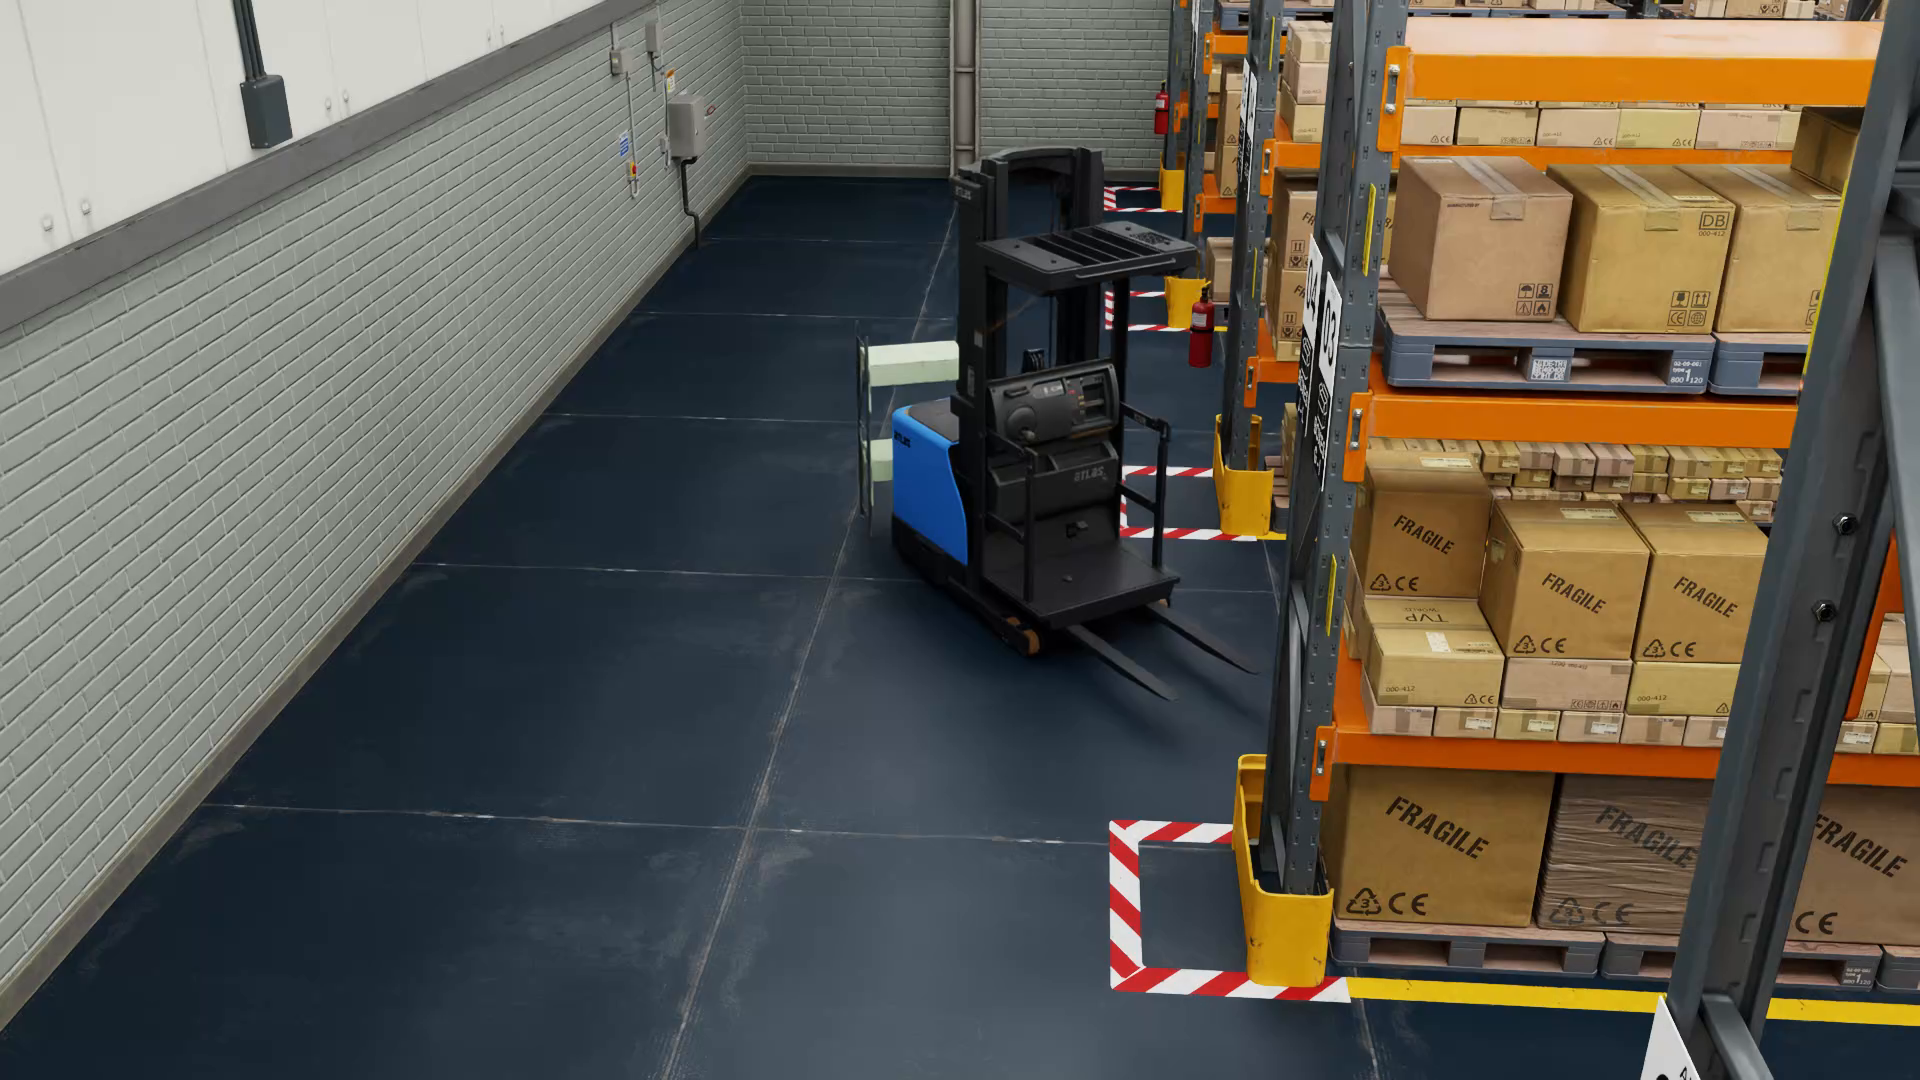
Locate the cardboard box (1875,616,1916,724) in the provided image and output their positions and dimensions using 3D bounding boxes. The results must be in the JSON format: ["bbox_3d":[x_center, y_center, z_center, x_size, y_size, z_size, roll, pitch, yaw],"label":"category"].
[{"bbox_3d":[4.057,0.547,7.007,0.500,0.250,0.500,2,25,5],"label":"cardboard box"}]

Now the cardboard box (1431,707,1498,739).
[{"bbox_3d":[2.139,0.694,7.166,0.250,0.149,0.380,1,25,3],"label":"cardboard box"}]

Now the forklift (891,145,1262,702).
[{"bbox_3d":[0.709,-0.828,10.255,1.130,2.935,3.031,-14,28,-28],"label":"forklift"}]

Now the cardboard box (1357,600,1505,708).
[{"bbox_3d":[2.012,0.484,7.145,0.500,0.250,0.500,1,25,3],"label":"cardboard box"}]

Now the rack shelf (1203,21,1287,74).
[{"bbox_3d":[4.307,-4.679,15.814,4.000,0.370,1.077,2,25,4],"label":"rack shelf"}]

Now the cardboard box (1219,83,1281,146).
[{"bbox_3d":[2.770,-4.073,15.909,0.500,0.500,0.500,1,25,3],"label":"cardboard box"}]

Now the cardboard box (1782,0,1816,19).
[{"bbox_3d":[7.536,-4.840,15.081,0.250,0.166,0.380,0,25,0],"label":"cardboard box"}]

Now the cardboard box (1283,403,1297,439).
[{"bbox_3d":[2.582,-0.896,12.516,0.250,0.149,0.380,2,25,5],"label":"cardboard box"}]

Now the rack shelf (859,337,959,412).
[{"bbox_3d":[-0.331,-1.178,11.795,0.720,0.370,0.431,-6,25,-12],"label":"rack shelf"}]

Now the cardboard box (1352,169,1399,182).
[{"bbox_3d":[3.015,-2.349,11.805,0.500,0.500,0.500,1,25,2],"label":"cardboard box"}]

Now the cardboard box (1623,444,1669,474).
[{"bbox_3d":[4.889,-0.619,11.915,0.250,0.149,0.380,3,25,6],"label":"cardboard box"}]

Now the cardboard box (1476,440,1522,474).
[{"bbox_3d":[3.845,-0.615,11.905,0.250,0.149,0.380,2,25,5],"label":"cardboard box"}]

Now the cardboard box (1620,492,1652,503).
[{"bbox_3d":[4.831,-0.363,12.070,0.250,0.149,0.380,1,25,3],"label":"cardboard box"}]

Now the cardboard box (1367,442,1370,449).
[{"bbox_3d":[2.815,-0.690,12.069,0.250,0.149,0.380,2,25,5],"label":"cardboard box"}]

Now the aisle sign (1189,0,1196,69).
[{"bbox_3d":[2.265,-5.020,16.172,0.004,0.787,0.394,2,25,4],"label":"aisle sign"}]

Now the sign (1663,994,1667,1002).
[{"bbox_3d":[1.201,0.942,2.862,0.005,0.325,0.100,2,25,4],"label":"sign"}]

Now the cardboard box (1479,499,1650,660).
[{"bbox_3d":[2.511,0.159,6.953,0.500,0.500,0.500,1,25,3],"label":"cardboard box"}]

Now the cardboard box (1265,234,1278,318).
[{"bbox_3d":[2.502,-1.914,12.058,0.500,0.500,0.500,2,25,5],"label":"cardboard box"}]

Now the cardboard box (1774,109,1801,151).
[{"bbox_3d":[5.513,-2.711,10.855,0.500,0.250,0.500,2,25,5],"label":"cardboard box"}]

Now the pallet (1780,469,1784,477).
[{"bbox_3d":[6.799,-0.222,12.191,1.213,0.211,1.003,2,25,4],"label":"pallet"}]

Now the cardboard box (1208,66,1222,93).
[{"bbox_3d":[3.121,-5.716,20.620,0.500,0.250,0.500,2,25,4],"label":"cardboard box"}]

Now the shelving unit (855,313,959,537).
[{"bbox_3d":[-0.331,-0.824,11.958,0.755,1.500,0.431,-6,25,-12],"label":"shelving unit"}]

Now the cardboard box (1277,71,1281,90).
[{"bbox_3d":[2.912,-4.396,15.835,0.250,0.149,0.380,2,25,5],"label":"cardboard box"}]

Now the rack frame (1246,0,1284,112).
[{"bbox_3d":[2.035,-4.366,10.685,0.127,3.000,1.000,2,25,4],"label":"rack frame"}]

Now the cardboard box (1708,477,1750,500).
[{"bbox_3d":[5.414,-0.425,11.849,0.250,0.149,0.380,1,25,1],"label":"cardboard box"}]

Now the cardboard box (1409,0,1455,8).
[{"bbox_3d":[4.311,-5.225,15.397,0.500,0.500,0.500,2,25,5],"label":"cardboard box"}]

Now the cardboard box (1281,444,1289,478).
[{"bbox_3d":[2.575,-0.607,12.600,0.250,0.149,0.380,2,25,5],"label":"cardboard box"}]

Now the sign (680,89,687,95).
[{"bbox_3d":[-3.173,-4.918,19.175,0.001,0.494,0.329,2,25,4],"label":"sign"}]

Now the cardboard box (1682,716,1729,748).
[{"bbox_3d":[3.165,0.726,7.095,0.250,0.149,0.380,2,25,3],"label":"cardboard box"}]

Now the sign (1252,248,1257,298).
[{"bbox_3d":[1.993,-1.808,11.267,0.005,0.325,0.100,2,25,4],"label":"sign"}]

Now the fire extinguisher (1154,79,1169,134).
[{"bbox_3d":[2.507,-5.384,20.612,0.183,0.674,0.296,2,25,4],"label":"fire extinguisher"}]

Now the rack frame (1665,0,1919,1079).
[{"bbox_3d":[1.175,-0.239,1.716,0.053,2.616,0.949,2,25,4],"label":"rack frame"}]

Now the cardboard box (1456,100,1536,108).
[{"bbox_3d":[3.476,-3.003,10.892,0.500,0.250,0.500,2,25,5],"label":"cardboard box"}]

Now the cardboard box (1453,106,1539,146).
[{"bbox_3d":[3.502,-2.785,11.016,0.500,0.250,0.500,1,25,2],"label":"cardboard box"}]

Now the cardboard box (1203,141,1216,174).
[{"bbox_3d":[3.292,-4.774,21.232,0.637,0.503,0.797,1,25,2],"label":"cardboard box"}]

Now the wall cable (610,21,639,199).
[{"bbox_3d":[-3.311,-4.354,16.582,0.123,1.953,0.585,2,25,4],"label":"wall cable"}]

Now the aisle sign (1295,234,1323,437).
[{"bbox_3d":[1.505,-0.885,7.187,0.004,0.787,0.394,2,25,4],"label":"aisle sign"}]

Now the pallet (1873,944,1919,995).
[{"bbox_3d":[4.790,1.761,7.882,1.213,0.211,1.003,2,25,4],"label":"pallet"}]

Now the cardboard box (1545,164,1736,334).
[{"bbox_3d":[2.629,-1.159,6.561,0.500,0.500,0.700,1,25,2],"label":"cardboard box"}]

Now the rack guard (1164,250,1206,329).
[{"bbox_3d":[2.289,-2.573,16.954,0.348,0.500,1.175,2,25,4],"label":"rack guard"}]

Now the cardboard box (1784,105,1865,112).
[{"bbox_3d":[5.543,-2.943,10.763,0.500,0.250,0.500,1,25,1],"label":"cardboard box"}]

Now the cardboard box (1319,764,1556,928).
[{"bbox_3d":[2.198,1.185,7.838,0.875,0.875,0.875,2,25,4],"label":"cardboard box"}]

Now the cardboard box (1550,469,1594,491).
[{"bbox_3d":[4.382,-0.492,11.995,0.250,0.149,0.380,1,25,1],"label":"cardboard box"}]

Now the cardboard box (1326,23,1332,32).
[{"bbox_3d":[2.629,-3.416,11.312,0.250,0.149,0.380,2,25,5],"label":"cardboard box"}]

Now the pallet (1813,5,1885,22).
[{"bbox_3d":[8.528,-4.761,15.358,1.213,0.211,1.003,3,25,6],"label":"pallet"}]

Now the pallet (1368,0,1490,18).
[{"bbox_3d":[4.273,-4.972,15.697,1.213,0.211,1.003,2,25,4],"label":"pallet"}]

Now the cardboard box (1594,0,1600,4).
[{"bbox_3d":[5.731,-5.330,15.626,0.500,0.500,0.500,2,25,5],"label":"cardboard box"}]

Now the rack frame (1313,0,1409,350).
[{"bbox_3d":[1.554,-2.302,6.200,0.127,3.000,1.000,2,25,4],"label":"rack frame"}]

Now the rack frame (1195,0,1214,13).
[{"bbox_3d":[2.313,-6.433,15.176,0.127,3.000,1.000,2,25,4],"label":"rack frame"}]

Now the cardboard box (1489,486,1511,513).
[{"bbox_3d":[3.798,-0.341,12.021,0.250,0.149,0.380,1,25,1],"label":"cardboard box"}]

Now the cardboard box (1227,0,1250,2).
[{"bbox_3d":[2.768,-5.261,15.776,0.500,0.250,0.500,0,25,-1],"label":"cardboard box"}]

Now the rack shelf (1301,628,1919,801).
[{"bbox_3d":[3.548,0.814,7.465,4.000,0.370,1.077,2,25,4],"label":"rack shelf"}]
